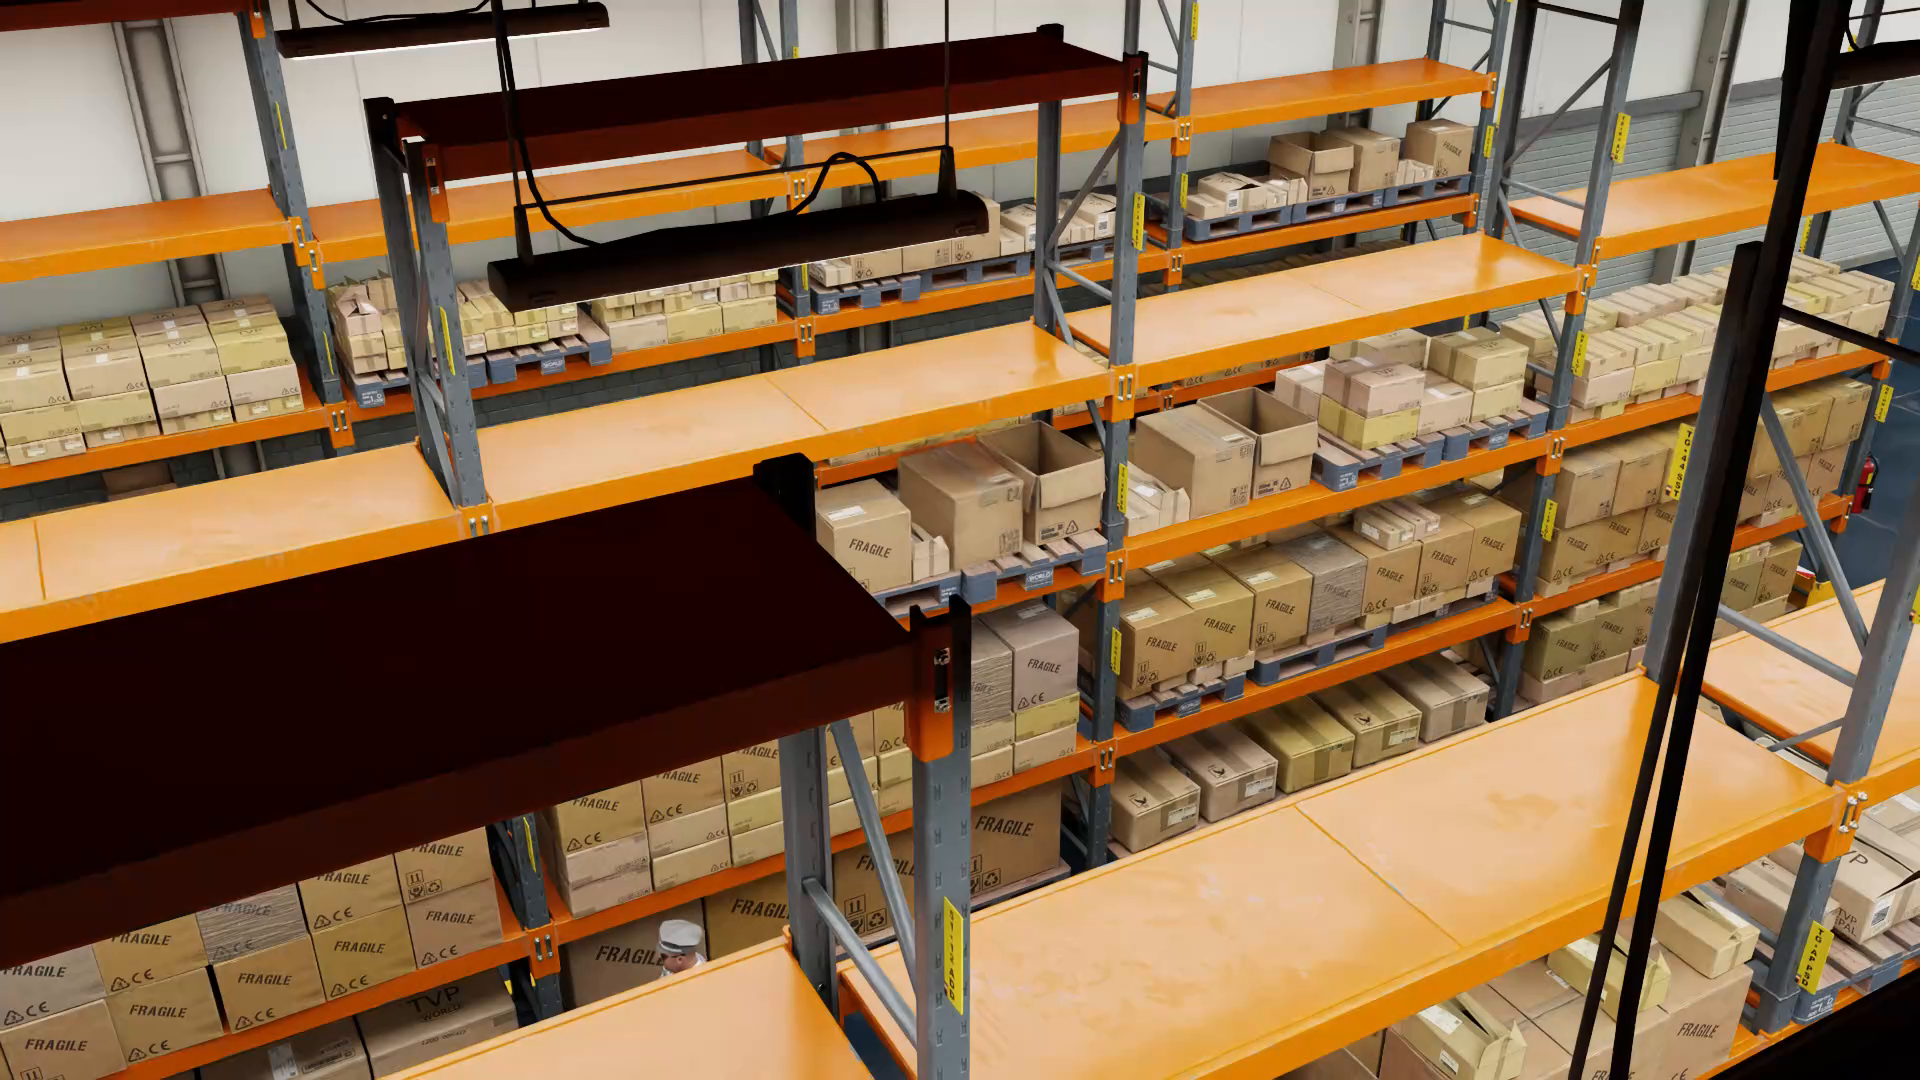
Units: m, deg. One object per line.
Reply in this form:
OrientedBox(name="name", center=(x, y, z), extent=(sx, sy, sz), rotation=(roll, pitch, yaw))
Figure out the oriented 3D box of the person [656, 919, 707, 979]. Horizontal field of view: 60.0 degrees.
OrientedBox(name="person", center=(-1.550, 2.950, 9.570), extent=(0.453, 1.786, 0.581), rotation=(-15, 31, -26))
